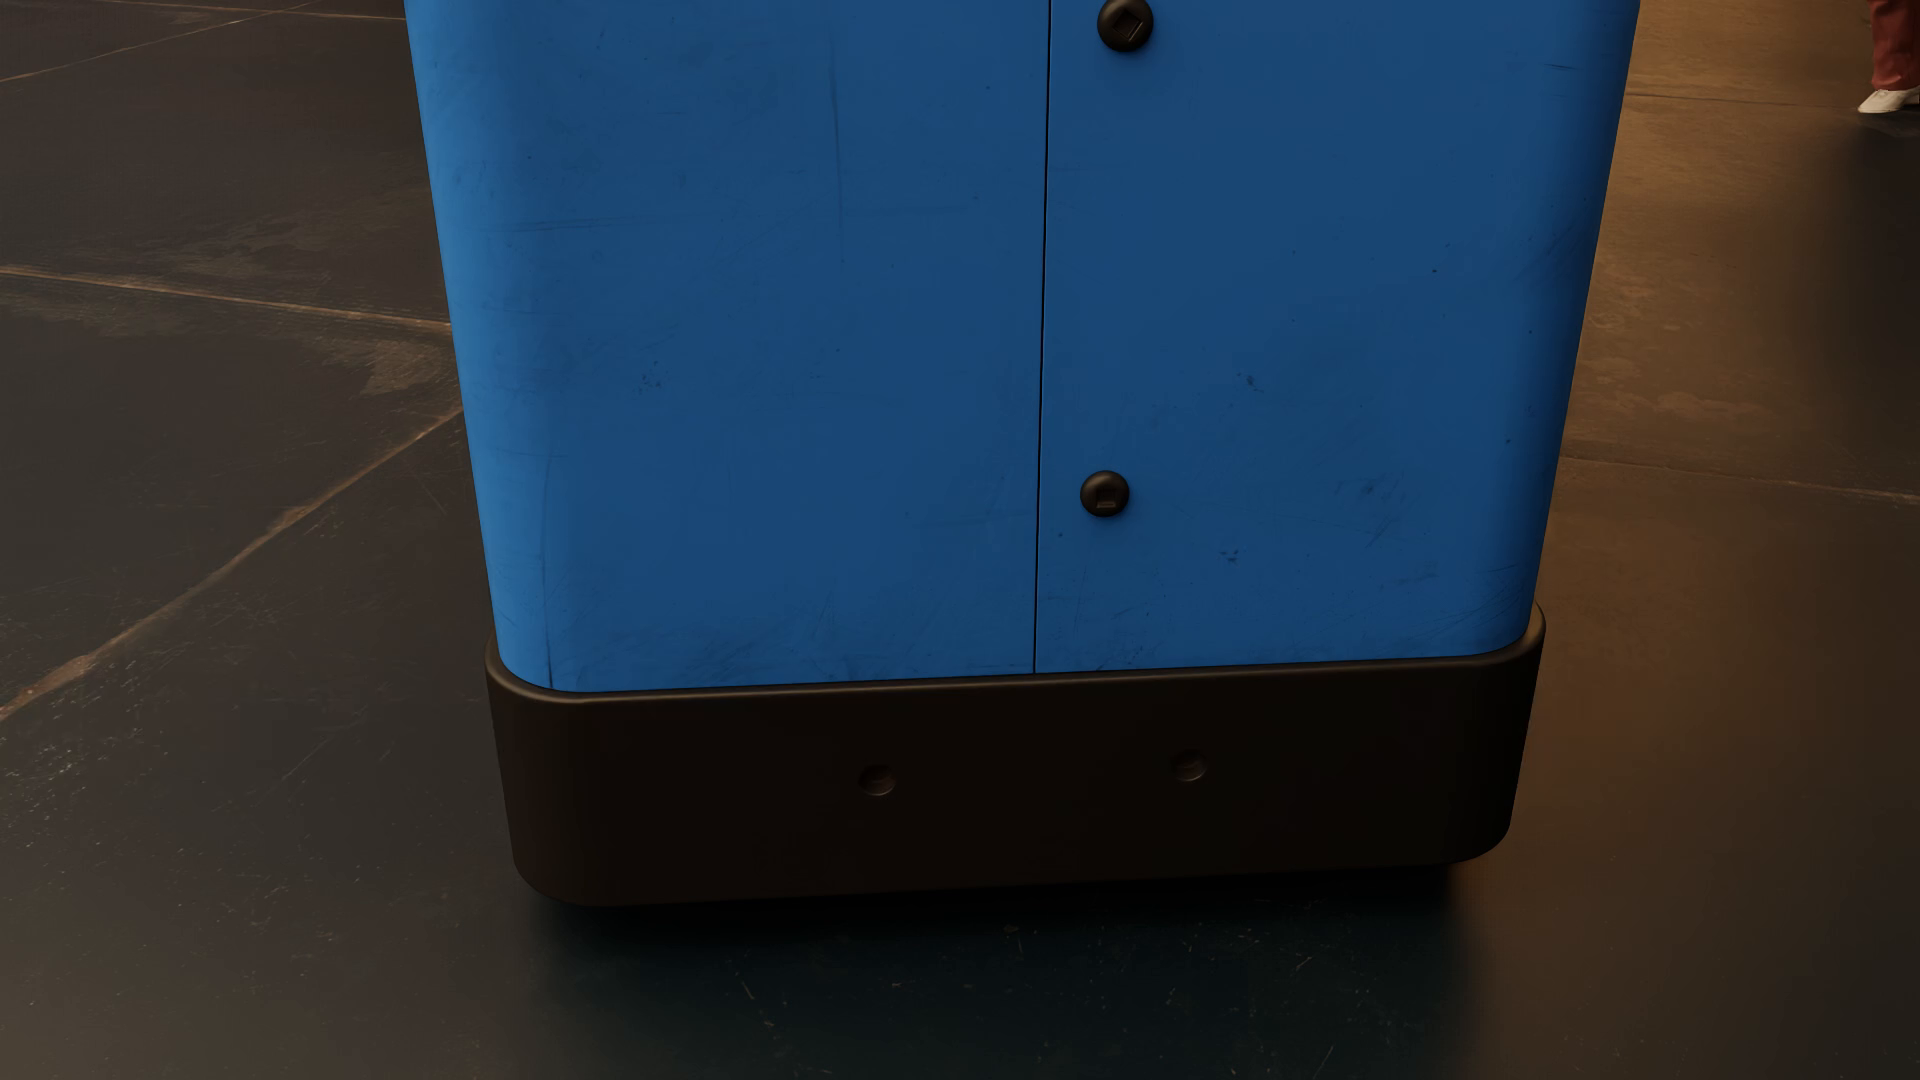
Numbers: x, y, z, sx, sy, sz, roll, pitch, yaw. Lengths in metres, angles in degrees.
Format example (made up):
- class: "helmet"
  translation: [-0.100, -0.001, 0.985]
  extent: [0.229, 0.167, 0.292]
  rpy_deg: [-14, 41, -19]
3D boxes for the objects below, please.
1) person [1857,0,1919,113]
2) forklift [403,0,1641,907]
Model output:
- class: "person"
  translation: [2.869, -1.967, 4.619]
  extent: [0.442, 1.648, 0.813]
  rpy_deg: [-15, 30, -26]
- class: "forklift"
  translation: [-0.048, -1.581, 2.374]
  extent: [1.130, 2.935, 3.031]
  rpy_deg: [-2, 27, -4]
